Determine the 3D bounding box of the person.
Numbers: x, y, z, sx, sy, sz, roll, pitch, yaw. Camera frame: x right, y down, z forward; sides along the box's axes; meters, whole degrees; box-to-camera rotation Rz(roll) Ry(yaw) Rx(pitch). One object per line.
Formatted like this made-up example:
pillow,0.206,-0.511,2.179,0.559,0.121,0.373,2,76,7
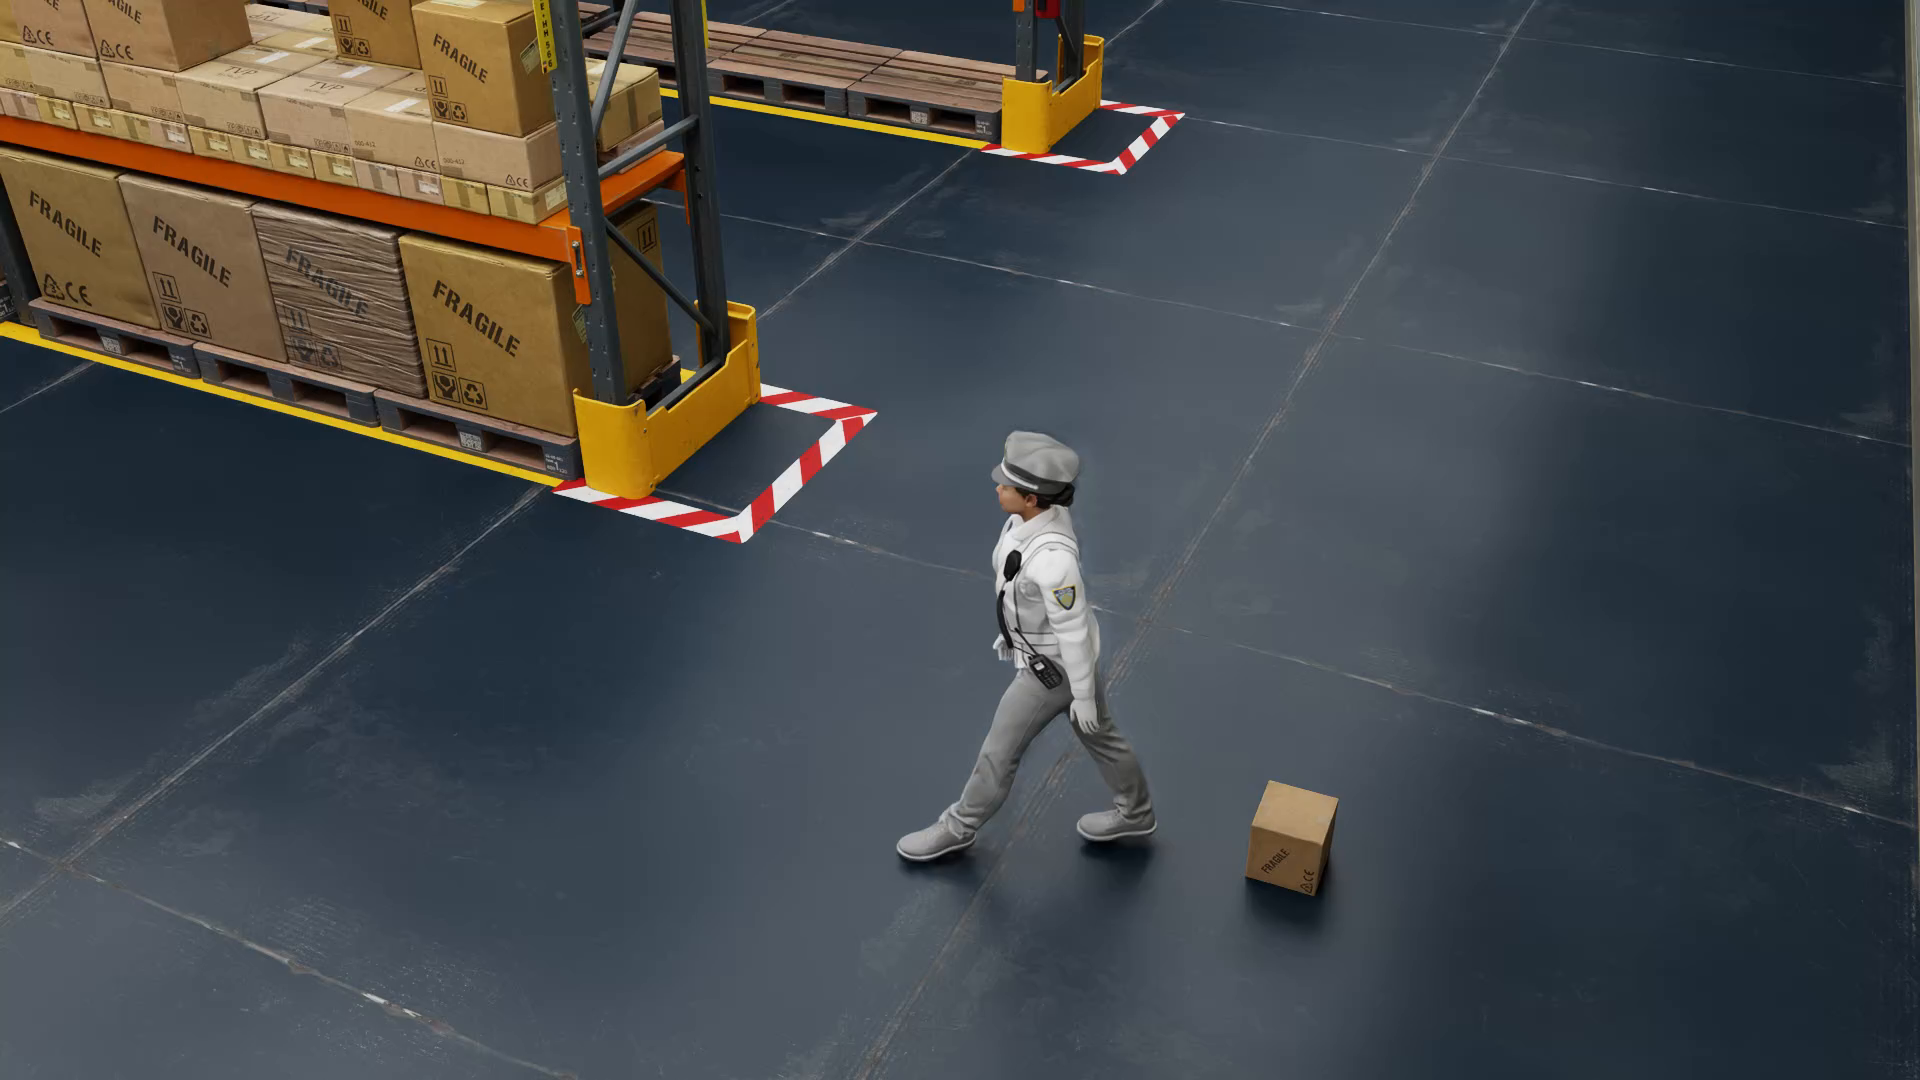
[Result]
person,0.180,0.370,5.569,1.018,1.612,0.515,2,34,4
